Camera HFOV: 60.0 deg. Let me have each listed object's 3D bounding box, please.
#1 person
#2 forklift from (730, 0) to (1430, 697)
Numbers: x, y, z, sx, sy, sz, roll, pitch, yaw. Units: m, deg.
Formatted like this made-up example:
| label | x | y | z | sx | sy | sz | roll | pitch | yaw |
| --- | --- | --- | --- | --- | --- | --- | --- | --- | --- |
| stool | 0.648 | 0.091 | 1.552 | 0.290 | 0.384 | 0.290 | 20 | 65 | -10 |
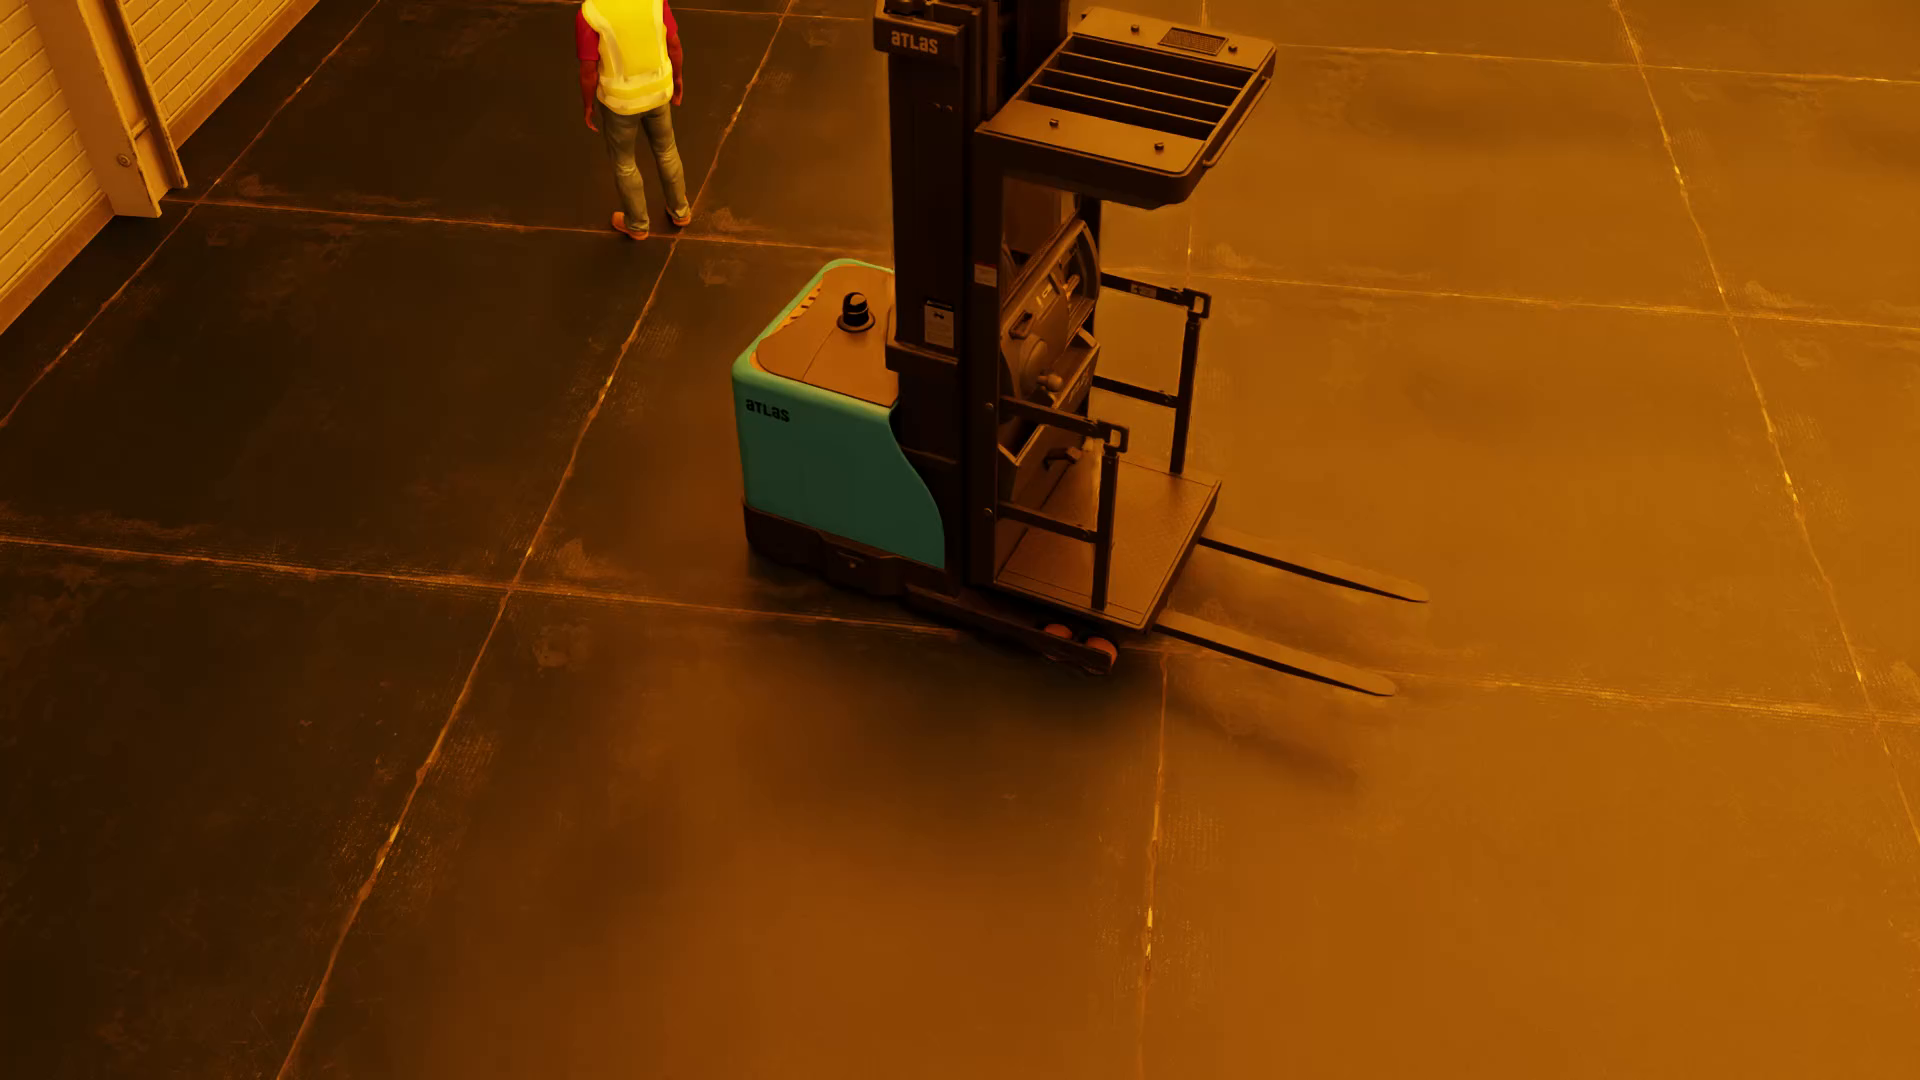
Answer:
| label | x | y | z | sx | sy | sz | roll | pitch | yaw |
| --- | --- | --- | --- | --- | --- | --- | --- | --- | --- |
| person | -1.842 | -2.523 | 9.340 | 0.626 | 1.759 | 0.462 | -25 | 48 | -24 |
| forklift | 0.554 | -0.907 | 6.711 | 3.031 | 2.935 | 1.130 | 17 | 45 | 18 |
